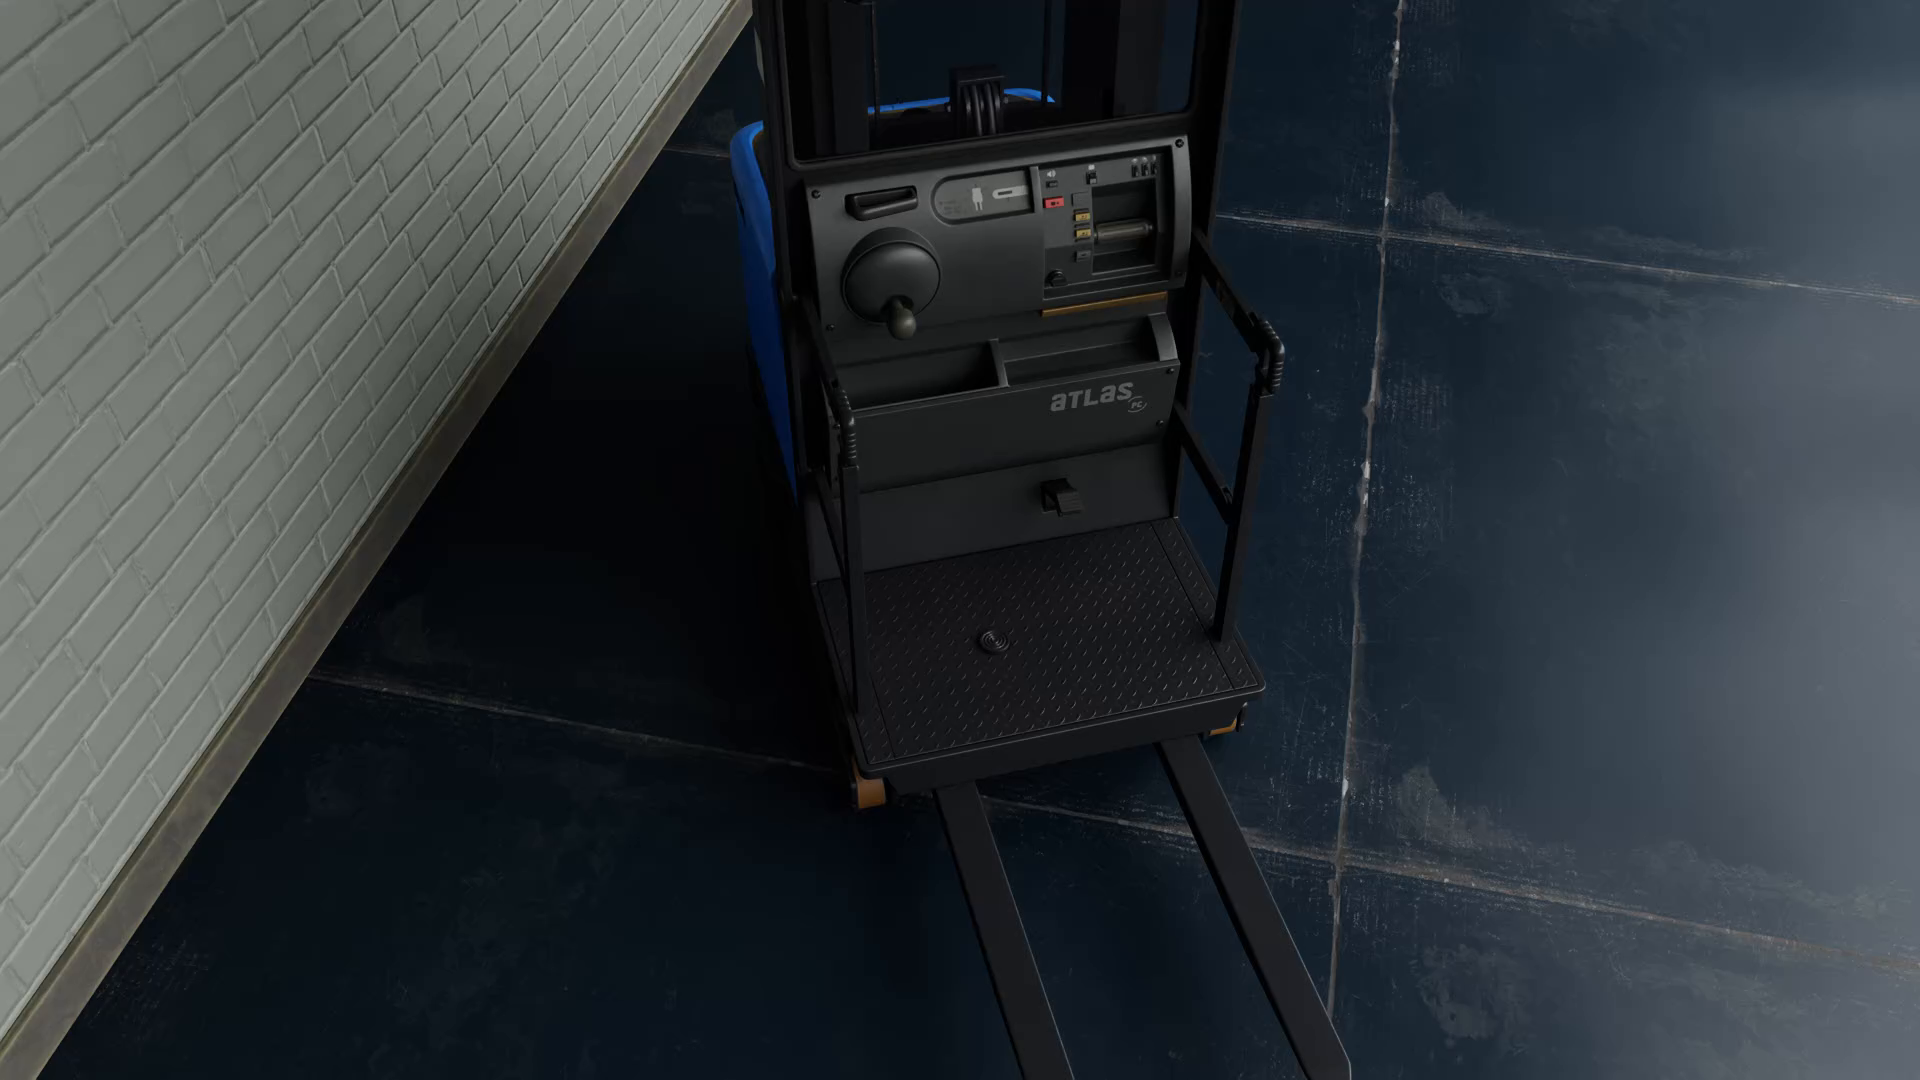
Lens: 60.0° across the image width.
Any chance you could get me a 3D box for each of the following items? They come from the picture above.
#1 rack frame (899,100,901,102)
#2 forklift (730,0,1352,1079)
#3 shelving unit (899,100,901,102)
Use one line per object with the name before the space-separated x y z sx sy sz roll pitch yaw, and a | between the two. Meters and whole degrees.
rack frame | -0.167 -1.036 5.677 0.006 0.900 0.240 -10 45 -11
forklift | 0.159 -0.635 3.796 1.130 2.935 3.031 -10 45 -11
shelving unit | -0.265 -1.018 5.659 0.210 0.900 0.258 -10 45 -11
